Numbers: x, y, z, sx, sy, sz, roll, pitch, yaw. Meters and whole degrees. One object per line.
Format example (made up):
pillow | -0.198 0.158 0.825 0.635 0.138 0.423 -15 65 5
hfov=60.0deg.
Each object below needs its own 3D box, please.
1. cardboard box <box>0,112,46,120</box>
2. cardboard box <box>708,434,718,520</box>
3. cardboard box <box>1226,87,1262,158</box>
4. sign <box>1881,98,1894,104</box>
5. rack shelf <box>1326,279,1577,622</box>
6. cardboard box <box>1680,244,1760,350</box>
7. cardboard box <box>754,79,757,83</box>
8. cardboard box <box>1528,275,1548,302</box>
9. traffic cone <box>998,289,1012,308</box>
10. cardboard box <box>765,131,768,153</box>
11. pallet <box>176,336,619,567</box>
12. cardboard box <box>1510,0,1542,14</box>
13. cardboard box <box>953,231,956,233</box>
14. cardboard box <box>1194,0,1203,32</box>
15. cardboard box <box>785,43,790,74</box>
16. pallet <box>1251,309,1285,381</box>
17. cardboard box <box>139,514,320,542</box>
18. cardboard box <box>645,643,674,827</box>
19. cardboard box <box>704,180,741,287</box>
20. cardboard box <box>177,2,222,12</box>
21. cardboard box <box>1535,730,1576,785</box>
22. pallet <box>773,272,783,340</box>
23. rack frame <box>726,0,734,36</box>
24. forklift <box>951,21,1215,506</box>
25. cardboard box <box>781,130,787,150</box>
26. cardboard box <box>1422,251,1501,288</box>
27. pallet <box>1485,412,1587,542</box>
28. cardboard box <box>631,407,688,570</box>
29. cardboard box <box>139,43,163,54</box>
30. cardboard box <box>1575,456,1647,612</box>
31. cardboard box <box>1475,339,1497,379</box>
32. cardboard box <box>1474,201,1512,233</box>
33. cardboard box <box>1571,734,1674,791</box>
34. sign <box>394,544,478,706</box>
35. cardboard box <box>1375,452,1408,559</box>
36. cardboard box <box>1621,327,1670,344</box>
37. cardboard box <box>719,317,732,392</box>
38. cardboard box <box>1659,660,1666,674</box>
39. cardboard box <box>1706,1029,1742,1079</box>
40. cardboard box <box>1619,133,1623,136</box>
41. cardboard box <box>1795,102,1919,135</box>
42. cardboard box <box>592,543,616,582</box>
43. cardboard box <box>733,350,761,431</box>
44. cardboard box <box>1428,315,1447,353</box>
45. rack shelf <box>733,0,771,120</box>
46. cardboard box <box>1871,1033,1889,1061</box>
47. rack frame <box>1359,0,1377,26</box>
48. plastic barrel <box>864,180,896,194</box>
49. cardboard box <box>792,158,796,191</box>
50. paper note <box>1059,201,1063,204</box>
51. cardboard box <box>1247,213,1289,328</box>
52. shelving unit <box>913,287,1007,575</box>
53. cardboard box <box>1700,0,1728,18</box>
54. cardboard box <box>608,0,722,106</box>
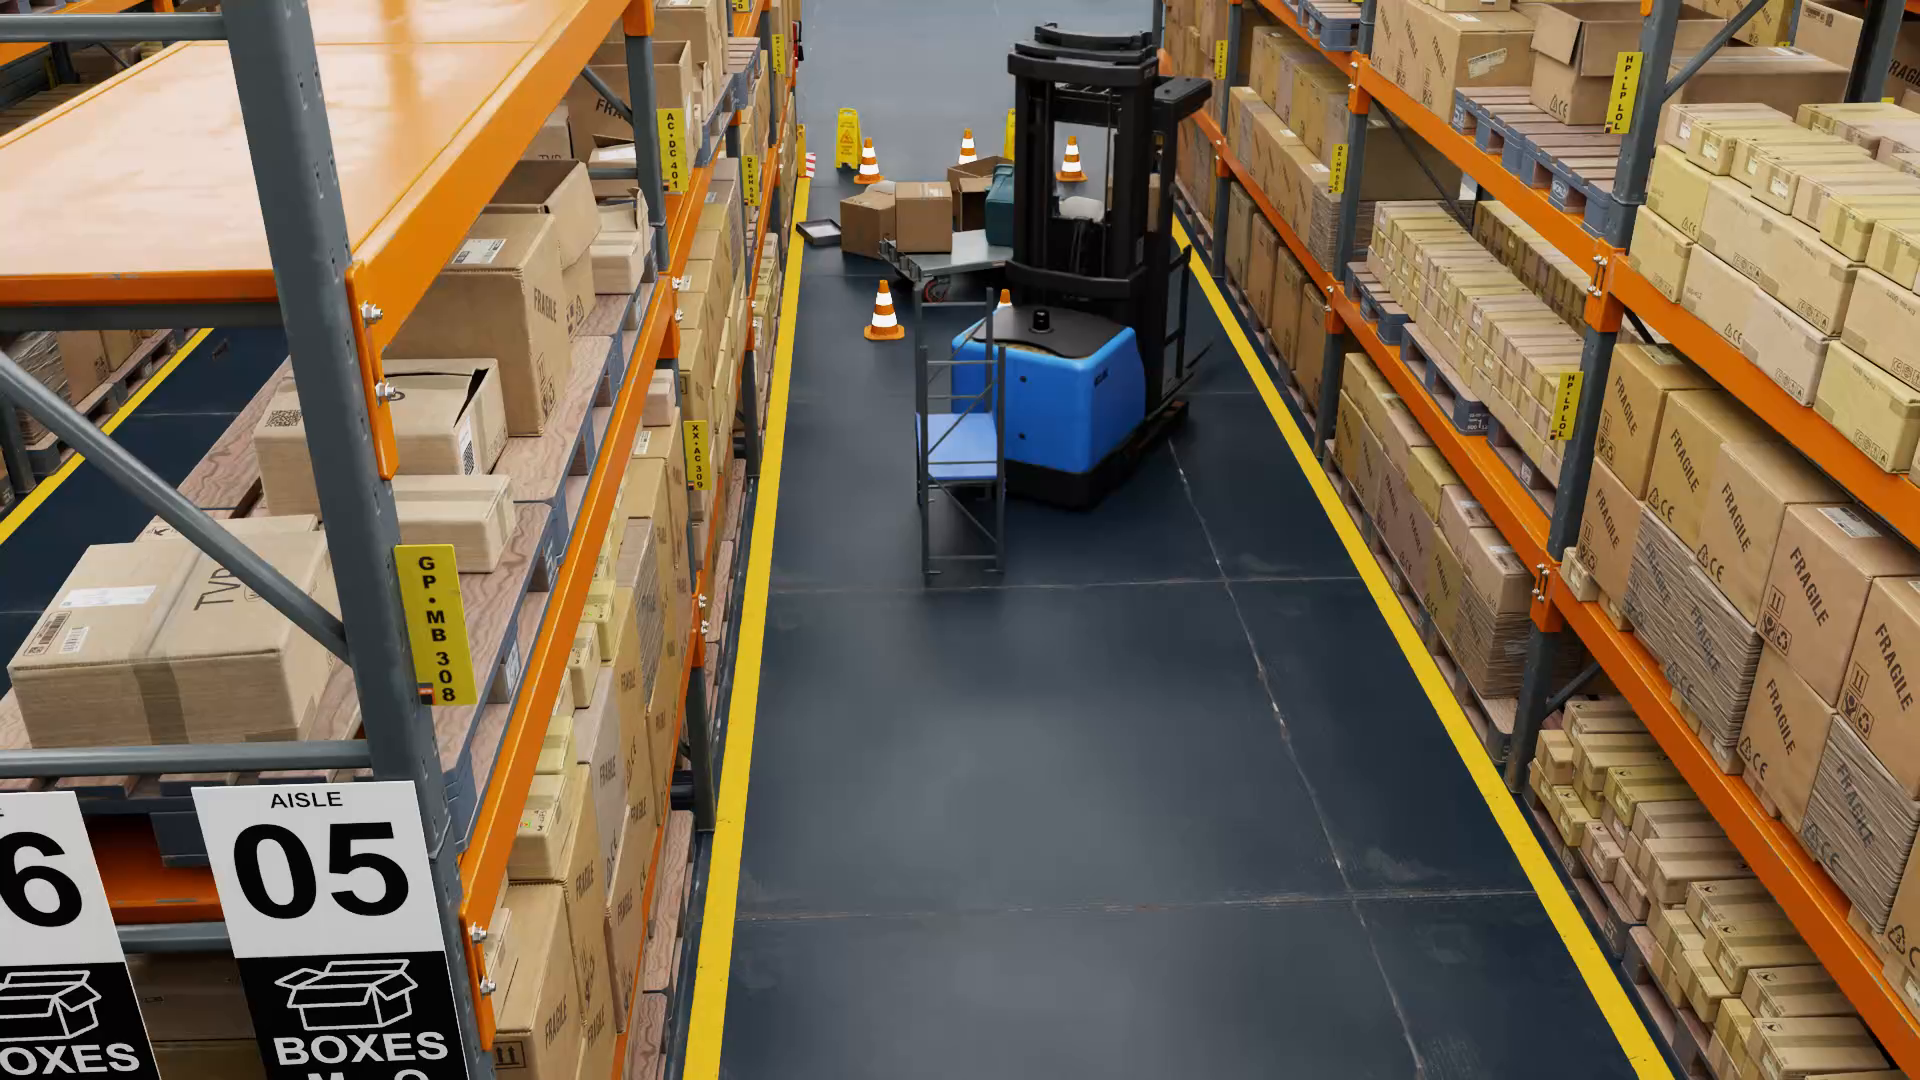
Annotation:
cardboard box | -7.262 -3.194 12.821 0.380 0.149 0.250 -1 28 -3
cardboard box | -1.475 -0.312 8.267 0.500 0.250 0.500 -2 28 -4
cardboard box | 2.592 -3.586 14.274 0.500 0.500 0.500 -1 28 -2
sign | 3.792 -1.672 6.910 0.100 0.325 0.005 -1 28 -3
rack shelf | 3.146 -0.701 9.629 1.077 0.370 4.000 -1 28 -3
cardboard box | 3.047 -0.909 6.167 0.500 0.250 0.500 -2 28 -3
cardboard box | -1.768 -3.623 12.868 0.380 0.149 0.250 -3 28 -5
cardboard box | 3.578 -1.458 9.798 0.380 0.149 0.250 -2 28 -3
traffic cone | 0.372 -1.851 13.799 0.336 0.463 0.334 -1 28 -3
cardboard box | -1.757 -3.228 13.513 0.380 0.149 0.250 -2 28 -3
pallet | -1.594 -0.281 4.897 1.003 0.211 1.213 -1 28 -3
cardboard box | 3.365 -2.830 9.580 0.500 0.500 0.500 -1 28 -3
cardboard box | -0.004 -2.841 15.909 0.258 0.266 0.396 -23 35 -37
cardboard box | 2.777 -5.256 16.254 0.875 0.550 0.500 -1 28 -3
cardboard box | -1.966 -4.942 16.552 0.500 0.500 0.500 -2 28 -3
pallet | 3.015 -1.635 13.657 1.003 0.211 1.213 -1 28 -3
cardboard box | -1.693 0.070 3.837 0.380 0.149 0.250 -3 28 -7
cardboard box | -1.334 0.703 6.051 0.500 0.500 0.500 -2 28 -3
cardboard box | -1.573 -1.796 9.761 0.500 0.500 0.500 -1 28 -2
cardboard box | -7.422 -5.175 16.297 0.380 0.149 0.250 -1 28 -1
cardboard box | 2.950 1.025 7.849 0.380 0.149 0.250 0 28 0
pallet | -2.063 -2.029 14.412 1.003 0.211 1.213 -1 28 -3
rack frame | -1.896 -4.438 9.527 1.000 3.000 0.127 -1 28 -3
forklift | 1.053 -2.174 11.748 1.130 2.935 3.031 14 30 24
cardboard box | -1.841 -3.787 15.775 0.380 0.149 0.250 0 28 -1
cardboard box | 2.927 -1.580 9.709 0.380 0.149 0.250 0 28 0
pallet | 3.356 -0.368 8.419 1.003 0.211 1.213 -1 28 -3
cardboard box | -1.387 -0.207 6.713 0.500 0.500 0.500 -2 28 -3
cardboard box | -6.903 -4.240 14.504 0.380 0.149 0.250 -1 28 -2
cardboard box | 3.025 -0.038 7.149 0.500 0.500 0.500 -2 28 -4
cardboard box | 2.977 -0.965 8.852 0.380 0.149 0.250 -3 28 -5
cardboard box | 3.525 -2.067 10.644 0.380 0.149 0.250 -2 28 -5
cardboard box | 3.017 1.010 7.555 0.380 0.149 0.250 0 28 0
sign | -0.924 0.154 2.937 0.100 0.325 0.005 -1 28 -3
cardboard box | 2.885 -0.220 10.177 0.500 0.500 0.500 -2 28 -4
cardboard box | 3.648 -0.991 8.580 0.380 0.149 0.250 -2 28 -3
cardboard box | -1.512 -1.003 9.051 0.500 0.250 0.500 -2 28 -4
cardboard box | 3.101 0.519 6.784 0.380 0.149 0.250 -3 28 -5
cardboard box | 3.086 1.993 6.313 0.380 0.149 0.250 -1 28 -2
cardboard box | 3.415 -1.985 7.710 0.500 0.311 0.500 -2 28 -3
cardboard box | 3.541 -1.621 6.560 0.380 0.149 0.250 -3 28 -5
cardboard box | -1.322 0.134 5.359 0.380 0.149 0.250 -1 28 -3
cardboard box | -1.916 -1.060 11.926 0.950 0.372 0.625 -3 28 -6
cardboard box | 2.935 -1.195 9.615 0.380 0.149 0.250 -1 28 -2
rack shelf | -2.000 -3.712 12.158 1.077 0.370 4.000 -1 28 -3
cardboard box | 3.560 1.844 6.277 0.380 0.149 0.250 0 28 0
rack frame | 3.042 -4.604 9.846 1.000 3.000 0.127 -1 28 -3
plastic barrel | -0.694 -3.412 16.835 0.512 0.421 0.421 19 33 32
cardboard box | -1.984 -3.833 17.374 0.500 0.250 0.500 -1 28 -2
paper note | 1.008 -3.575 17.574 0.144 0.017 0.142 8 29 15
cardboard box | 3.002 -2.250 13.798 1.050 0.750 0.750 -1 28 -3
shelving unit | -0.011 -0.698 10.466 0.538 1.500 1.048 -1 28 -3
cardboard box | 7.441 -5.147 15.863 0.500 0.500 0.500 -1 28 -3
cardboard box | -1.514 -2.531 8.553 0.500 0.500 0.500 -1 28 -2
